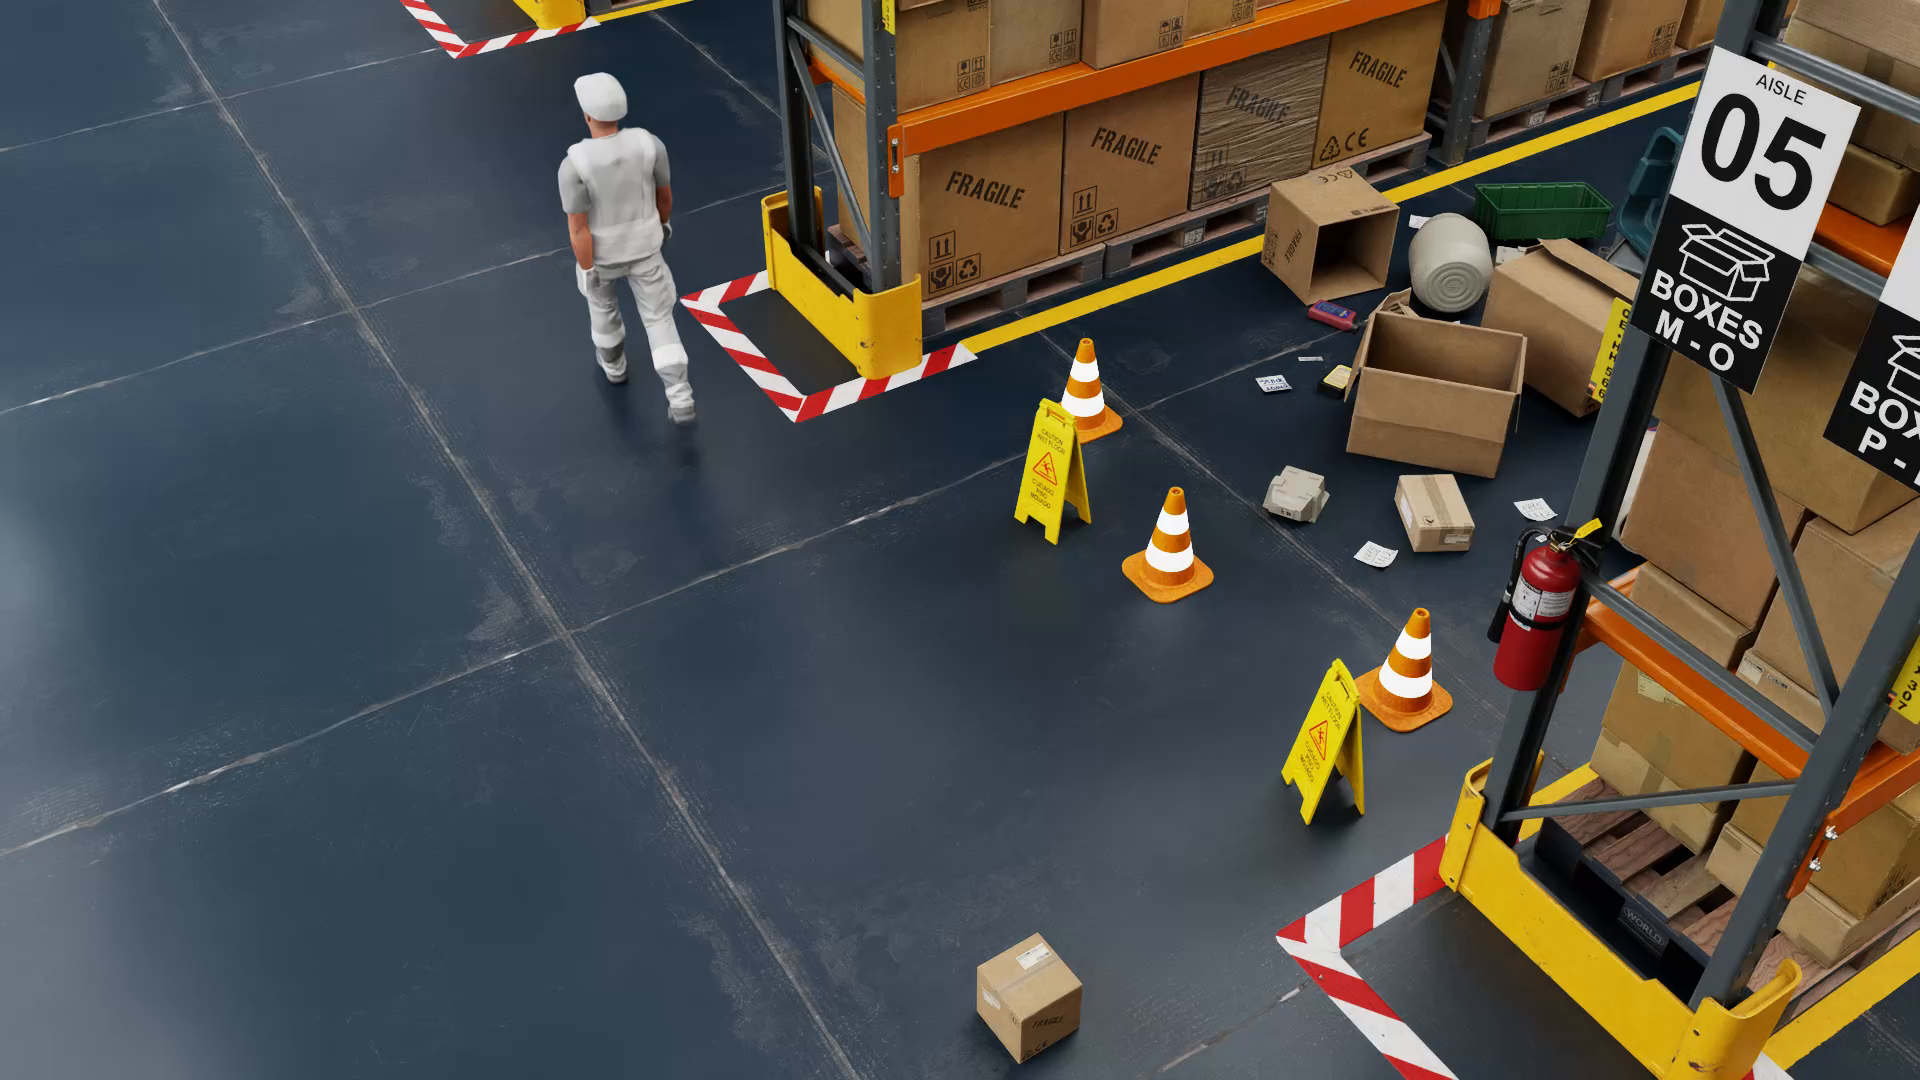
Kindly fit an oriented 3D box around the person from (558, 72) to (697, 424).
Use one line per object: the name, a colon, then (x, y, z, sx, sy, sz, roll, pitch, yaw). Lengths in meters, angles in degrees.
person: (-1.562, -1.363, 7.740, 0.532, 1.751, 0.987, -16, 43, -18)
